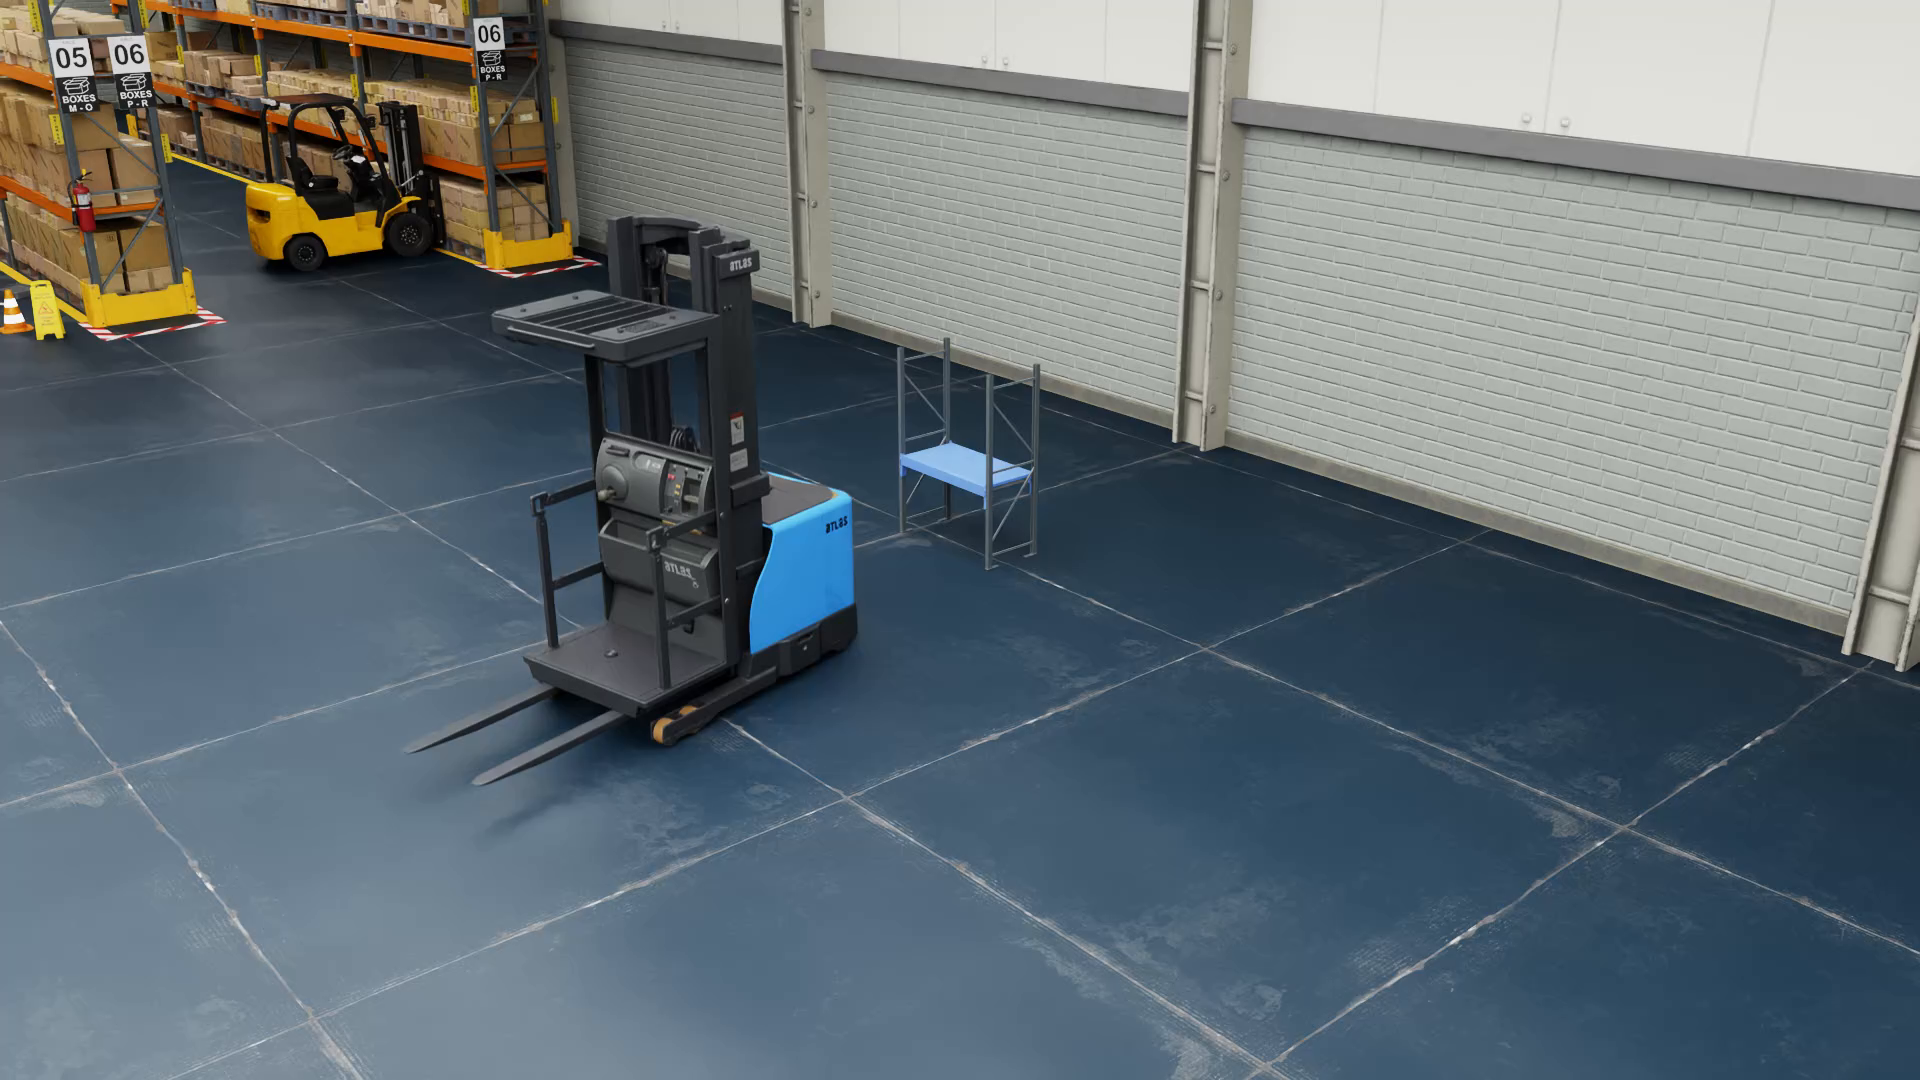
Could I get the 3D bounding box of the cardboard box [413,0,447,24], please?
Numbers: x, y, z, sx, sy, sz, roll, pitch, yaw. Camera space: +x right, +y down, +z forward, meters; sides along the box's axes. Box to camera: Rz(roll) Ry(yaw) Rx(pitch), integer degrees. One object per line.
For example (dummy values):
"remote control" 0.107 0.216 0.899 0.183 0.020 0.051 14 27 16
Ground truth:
"cardboard box" -6.935 -7.251 22.421 0.700 0.500 0.500 -17 27 -37

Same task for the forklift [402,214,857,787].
"forklift" -1.970 -0.344 9.844 1.130 2.935 3.031 15 26 34

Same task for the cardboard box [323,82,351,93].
"cardboard box" -9.568 -6.965 25.628 0.380 0.149 0.250 -18 28 -39

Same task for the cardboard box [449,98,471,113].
"cardboard box" -6.638 -5.857 22.391 0.380 0.149 0.250 -17 27 -36

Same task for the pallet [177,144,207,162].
"pallet" -14.149 -7.402 31.592 1.003 0.211 1.213 -17 27 -37

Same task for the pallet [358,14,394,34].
"pallet" -7.903 -7.426 23.839 1.003 0.211 1.213 -17 27 -37

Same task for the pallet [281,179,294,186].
"pallet" -10.583 -5.870 27.681 1.003 0.211 1.213 -17 27 -37

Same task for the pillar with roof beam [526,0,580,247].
"pillar with roof beam" -8.902 -7.370 19.462 9.100 9.000 0.400 -17 27 -37

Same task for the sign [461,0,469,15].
"sign" -6.289 -6.841 21.120 0.100 0.325 0.005 -17 27 -37

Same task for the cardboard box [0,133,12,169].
"cardboard box" -11.816 -4.981 21.044 0.500 0.500 0.500 -18 27 -38

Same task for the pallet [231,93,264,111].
"pallet" -11.586 -7.486 28.248 1.213 0.211 1.003 -17 27 -37

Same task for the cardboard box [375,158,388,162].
"cardboard box" -8.829 -5.531 25.673 0.875 0.625 0.625 -16 26 -35

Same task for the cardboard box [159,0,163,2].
"cardboard box" -14.486 -9.963 30.541 0.380 0.149 0.250 -16 27 -36

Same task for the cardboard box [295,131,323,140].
"cardboard box" -11.195 -6.957 28.595 0.380 0.149 0.250 -16 26 -35

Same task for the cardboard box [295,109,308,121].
"cardboard box" -10.320 -6.874 26.626 0.500 0.250 0.500 -19 28 -39

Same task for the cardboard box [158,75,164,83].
"cardboard box" -15.095 -8.852 31.815 0.380 0.149 0.250 -18 27 -38

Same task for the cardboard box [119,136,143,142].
"cardboard box" -10.066 -4.536 19.908 0.500 0.500 0.500 -16 27 -36

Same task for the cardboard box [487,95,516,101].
"cardboard box" -6.254 -5.975 22.693 0.380 0.149 0.250 -17 27 -36

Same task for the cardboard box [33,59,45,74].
"cardboard box" -10.259 -5.385 18.850 0.380 0.149 0.250 -17 27 -37

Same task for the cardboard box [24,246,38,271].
"cardboard box" -11.700 -3.660 21.411 0.500 0.250 0.500 -16 26 -34

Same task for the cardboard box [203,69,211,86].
"cardboard box" -13.085 -8.168 29.333 0.396 0.266 0.258 -16 26 -35

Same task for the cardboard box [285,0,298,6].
"cardboard box" -10.138 -8.551 25.740 0.500 0.500 0.500 -17 27 -36

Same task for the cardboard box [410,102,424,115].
"cardboard box" -7.477 -6.066 23.331 0.380 0.149 0.250 -18 28 -38

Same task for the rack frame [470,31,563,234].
"rack frame" -5.869 -5.195 22.134 1.000 3.000 0.127 -17 27 -37

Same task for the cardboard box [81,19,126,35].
"cardboard box" -9.704 -5.810 18.842 0.380 0.149 0.250 -18 27 -38

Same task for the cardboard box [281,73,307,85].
"cardboard box" -10.743 -7.457 26.883 0.380 0.149 0.250 -17 27 -36

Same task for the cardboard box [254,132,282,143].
"cardboard box" -11.806 -6.883 28.406 0.380 0.149 0.250 -19 28 -40

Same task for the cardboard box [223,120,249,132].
"cardboard box" -12.929 -7.405 29.738 0.380 0.149 0.250 -18 27 -38

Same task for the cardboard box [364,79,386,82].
"cardboard box" -9.170 -7.093 25.954 0.380 0.149 0.250 -17 27 -37

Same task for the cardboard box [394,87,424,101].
"cardboard box" -7.804 -6.348 23.645 0.380 0.149 0.250 -18 28 -38

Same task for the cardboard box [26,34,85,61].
"cardboard box" -10.165 -5.555 18.738 0.500 0.250 0.500 -18 28 -38

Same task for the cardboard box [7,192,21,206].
"cardboard box" -12.021 -4.408 21.401 0.380 0.149 0.250 -17 27 -37

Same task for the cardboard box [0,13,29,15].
"cardboard box" -11.202 -6.194 19.822 0.380 0.149 0.250 -17 27 -36

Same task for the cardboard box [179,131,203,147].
"cardboard box" -14.521 -7.615 31.487 0.396 0.266 0.258 -16 27 -36

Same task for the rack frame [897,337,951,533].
"rack frame" -0.276 -0.815 13.009 0.500 1.500 0.032 -17 27 -37

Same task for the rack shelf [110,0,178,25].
"rack shelf" -15.007 -10.124 31.594 1.077 0.370 4.000 -17 27 -37

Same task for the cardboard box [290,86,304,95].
"cardboard box" -10.332 -7.100 26.518 0.500 0.250 0.500 -18 28 -39

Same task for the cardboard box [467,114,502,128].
"cardboard box" -6.307 -5.572 22.072 0.380 0.149 0.250 -17 27 -37

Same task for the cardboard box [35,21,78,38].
"cardboard box" -10.071 -5.686 18.527 0.380 0.149 0.250 -17 27 -37

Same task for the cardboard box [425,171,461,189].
"cardboard box" -7.405 -5.047 23.580 0.500 0.250 0.500 -18 28 -38

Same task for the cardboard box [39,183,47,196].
"cardboard box" -10.921 -4.284 20.154 0.380 0.149 0.250 -18 28 -38

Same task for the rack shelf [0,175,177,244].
"rack shelf" -10.932 -4.230 20.656 1.077 0.370 4.000 -17 27 -37

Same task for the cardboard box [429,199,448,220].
"cardboard box" -7.095 -4.682 23.333 0.500 0.250 0.500 -18 28 -39

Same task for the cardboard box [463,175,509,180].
"cardboard box" -6.686 -5.031 23.540 0.500 0.250 0.500 -18 27 -38

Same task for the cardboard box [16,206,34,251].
"cardboard box" -11.699 -4.009 21.273 0.500 0.500 0.500 -16 27 -35

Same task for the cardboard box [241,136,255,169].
"cardboard box" -12.192 -6.787 29.051 0.500 0.500 0.500 -16 27 -35

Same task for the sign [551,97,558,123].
"sign" -5.444 -5.765 22.295 0.100 0.325 0.005 -17 27 -37

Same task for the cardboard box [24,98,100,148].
"cardboard box" -10.450 -4.893 19.449 0.700 0.500 0.500 -17 27 -37

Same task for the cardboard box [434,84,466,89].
"cardboard box" -7.362 -6.491 24.009 0.380 0.149 0.250 -18 28 -38

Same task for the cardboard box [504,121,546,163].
"cardboard box" -5.982 -5.444 22.634 0.500 0.500 0.500 -16 27 -36

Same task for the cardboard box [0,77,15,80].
"cardboard box" -13.064 -6.290 22.919 0.380 0.149 0.250 -16 26 -35

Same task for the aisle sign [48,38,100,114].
"aisle sign" -9.806 -5.136 18.420 0.394 0.787 0.004 -17 27 -37

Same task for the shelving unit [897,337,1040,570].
"shelving unit" 0.056 -0.675 12.650 0.538 1.500 1.048 -17 27 -37

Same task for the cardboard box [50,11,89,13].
"cardboard box" -10.781 -6.327 20.163 0.380 0.149 0.250 -17 27 -37

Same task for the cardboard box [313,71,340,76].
"cardboard box" -10.347 -7.580 27.198 0.380 0.149 0.250 -17 27 -37

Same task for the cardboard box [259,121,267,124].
"cardboard box" -12.366 -7.463 29.888 0.380 0.149 0.250 -17 27 -37

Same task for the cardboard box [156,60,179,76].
"cardboard box" -14.873 -8.937 31.487 0.500 0.250 0.500 -18 27 -38
